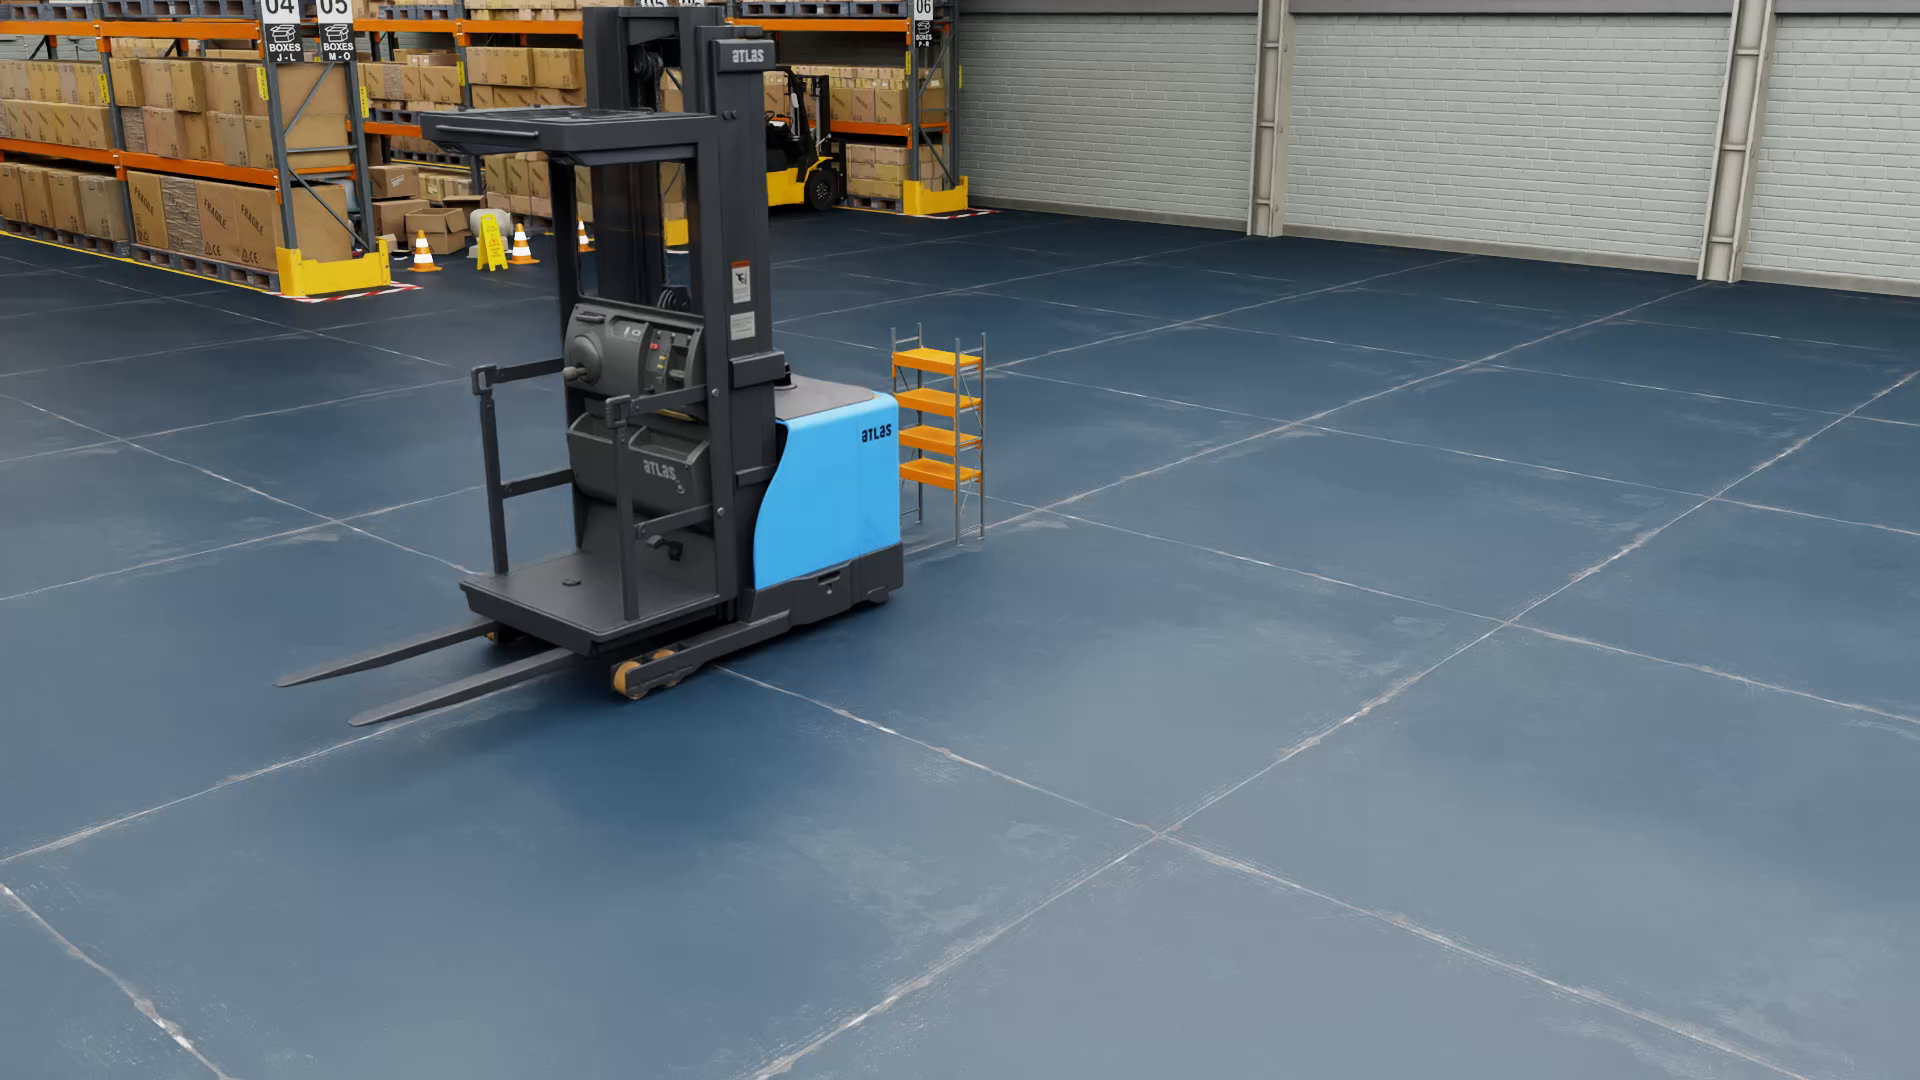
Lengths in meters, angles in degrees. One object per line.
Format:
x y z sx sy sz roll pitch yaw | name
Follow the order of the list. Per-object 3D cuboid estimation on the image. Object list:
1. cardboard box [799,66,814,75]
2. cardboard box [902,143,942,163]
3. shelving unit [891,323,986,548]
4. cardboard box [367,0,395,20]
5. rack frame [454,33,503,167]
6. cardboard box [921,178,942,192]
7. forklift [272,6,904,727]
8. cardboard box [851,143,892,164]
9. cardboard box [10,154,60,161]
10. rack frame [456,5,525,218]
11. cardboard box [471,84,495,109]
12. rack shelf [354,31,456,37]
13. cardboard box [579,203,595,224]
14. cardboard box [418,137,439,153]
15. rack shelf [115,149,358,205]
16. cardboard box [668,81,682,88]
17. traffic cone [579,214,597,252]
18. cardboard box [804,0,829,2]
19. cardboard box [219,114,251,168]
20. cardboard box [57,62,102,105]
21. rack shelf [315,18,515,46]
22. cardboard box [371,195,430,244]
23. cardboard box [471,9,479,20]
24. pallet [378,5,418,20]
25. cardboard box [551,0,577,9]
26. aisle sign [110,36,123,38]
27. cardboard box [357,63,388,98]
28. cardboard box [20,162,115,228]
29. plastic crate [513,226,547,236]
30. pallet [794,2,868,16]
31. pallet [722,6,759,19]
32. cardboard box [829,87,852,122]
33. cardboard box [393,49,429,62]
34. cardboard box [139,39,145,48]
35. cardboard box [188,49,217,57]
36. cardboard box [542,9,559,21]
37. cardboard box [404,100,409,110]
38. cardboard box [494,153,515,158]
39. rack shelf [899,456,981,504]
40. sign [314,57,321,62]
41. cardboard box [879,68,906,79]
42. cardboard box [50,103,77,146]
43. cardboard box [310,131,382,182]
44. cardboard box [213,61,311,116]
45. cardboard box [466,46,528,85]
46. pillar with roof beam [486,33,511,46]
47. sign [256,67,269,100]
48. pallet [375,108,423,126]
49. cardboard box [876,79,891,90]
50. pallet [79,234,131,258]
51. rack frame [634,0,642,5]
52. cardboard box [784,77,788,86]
-2.322 -7.401 26.242 0.250 0.149 0.380 15 23 39 | cardboard box
-0.622 -5.976 25.682 0.500 0.250 0.500 15 23 38 | cardboard box
-0.124 -0.605 9.535 0.503 1.200 0.258 15 23 39 | shelving unit
-8.503 -8.132 25.148 0.637 0.503 0.797 15 23 39 | cardboard box
-9.363 -8.880 32.634 0.127 3.000 1.000 15 23 39 | rack frame
-0.625 -5.503 25.844 0.500 0.250 0.500 15 23 39 | cardboard box
-1.642 -0.862 7.482 1.130 2.935 3.031 15 23 39 | forklift
-1.325 -5.960 25.631 0.500 0.250 0.500 16 23 40 | cardboard box
-13.228 -5.372 23.779 0.500 0.250 0.500 14 22 37 | cardboard box
-6.671 -6.150 24.031 0.127 3.000 1.000 15 23 39 | rack frame
-6.527 -6.188 23.494 0.500 0.500 0.500 15 23 39 | cardboard box
-10.859 -10.368 33.554 4.000 0.370 1.077 15 23 39 | rack shelf
-4.845 -4.444 22.506 0.500 0.250 0.500 15 23 39 | cardboard box
-10.570 -8.159 33.799 0.500 0.500 0.700 14 22 37 | cardboard box
-8.386 -4.265 19.282 4.000 0.370 1.077 15 23 39 | rack shelf
-4.684 -7.687 28.296 0.500 0.250 0.500 16 23 40 | cardboard box
-4.857 -3.932 21.237 0.334 0.463 0.336 15 23 39 | traffic cone
-1.992 -8.586 25.717 0.637 0.503 0.797 16 24 41 | cardboard box
-7.623 -4.448 18.420 0.550 0.550 0.875 15 23 39 | cardboard box
-11.020 -5.837 21.226 0.500 0.500 0.700 15 23 40 | cardboard box
-8.167 -7.638 24.952 4.000 0.370 1.077 15 23 39 | rack shelf
-7.379 -4.187 21.750 0.503 0.637 0.797 15 23 39 | cardboard box
-6.600 -7.341 23.240 0.250 0.149 0.380 15 23 38 | cardboard box
-7.840 -7.846 24.726 1.003 0.211 1.213 15 23 39 | pallet
-5.008 -7.093 21.800 0.500 0.250 0.500 16 24 41 | cardboard box
-15.893 -9.747 31.069 0.004 0.787 0.394 15 23 39 | aisle sign
-9.086 -7.097 25.664 0.500 0.500 0.500 17 24 42 | cardboard box
-11.821 -4.623 22.246 0.750 0.750 1.050 15 23 40 | cardboard box
-6.041 -4.258 22.895 0.583 0.080 0.402 7 19 21 | plastic crate
-1.816 -8.251 25.839 1.213 0.211 1.003 15 23 39 | pallet
-4.048 -8.786 27.696 1.217 0.209 0.805 14 22 37 | pallet
-1.695 -6.767 25.809 0.500 0.500 0.500 14 23 38 | cardboard box
-11.072 -9.658 33.601 0.500 0.500 0.500 16 23 41 | cardboard box
-14.604 -8.995 30.106 0.250 0.149 0.380 15 23 40 | cardboard box
-13.191 -8.313 29.028 0.500 0.500 0.500 15 23 39 | cardboard box
-5.310 -6.963 22.051 0.250 0.149 0.380 15 23 39 | cardboard box
-8.122 -6.556 25.030 0.250 0.149 0.380 14 22 37 | cardboard box
-6.356 -5.488 23.485 0.250 0.149 0.380 15 23 40 | cardboard box
-0.124 -0.352 9.615 0.480 0.148 0.258 15 23 39 | rack shelf
-10.029 -7.379 25.989 0.005 0.325 0.100 15 23 39 | sign
-1.001 -7.036 25.094 0.250 0.149 0.380 15 23 39 | cardboard box
-11.205 -5.305 21.202 0.500 0.500 0.500 15 23 40 | cardboard box
-10.125 -6.298 27.316 0.875 0.875 0.875 15 23 39 | cardboard box
-7.614 -4.966 18.266 0.550 0.550 0.875 15 23 39 | cardboard box
-6.486 -6.679 23.387 0.500 0.500 0.700 15 23 39 | cardboard box
-12.143 -11.109 29.740 0.400 9.000 9.100 15 23 39 | pillar with roof beam
-7.260 -4.751 17.319 0.005 0.325 0.100 15 23 39 | sign
-8.155 -6.473 25.368 1.213 0.211 1.003 15 23 39 | pallet
-1.044 -6.878 25.089 0.250 0.149 0.380 16 23 40 | cardboard box
-10.509 -3.819 21.295 1.213 0.211 1.003 15 23 39 | pallet
-3.680 -8.206 20.593 0.127 3.000 1.000 15 23 39 | rack frame
-2.577 -7.290 26.386 0.250 0.149 0.380 15 23 39 | cardboard box
